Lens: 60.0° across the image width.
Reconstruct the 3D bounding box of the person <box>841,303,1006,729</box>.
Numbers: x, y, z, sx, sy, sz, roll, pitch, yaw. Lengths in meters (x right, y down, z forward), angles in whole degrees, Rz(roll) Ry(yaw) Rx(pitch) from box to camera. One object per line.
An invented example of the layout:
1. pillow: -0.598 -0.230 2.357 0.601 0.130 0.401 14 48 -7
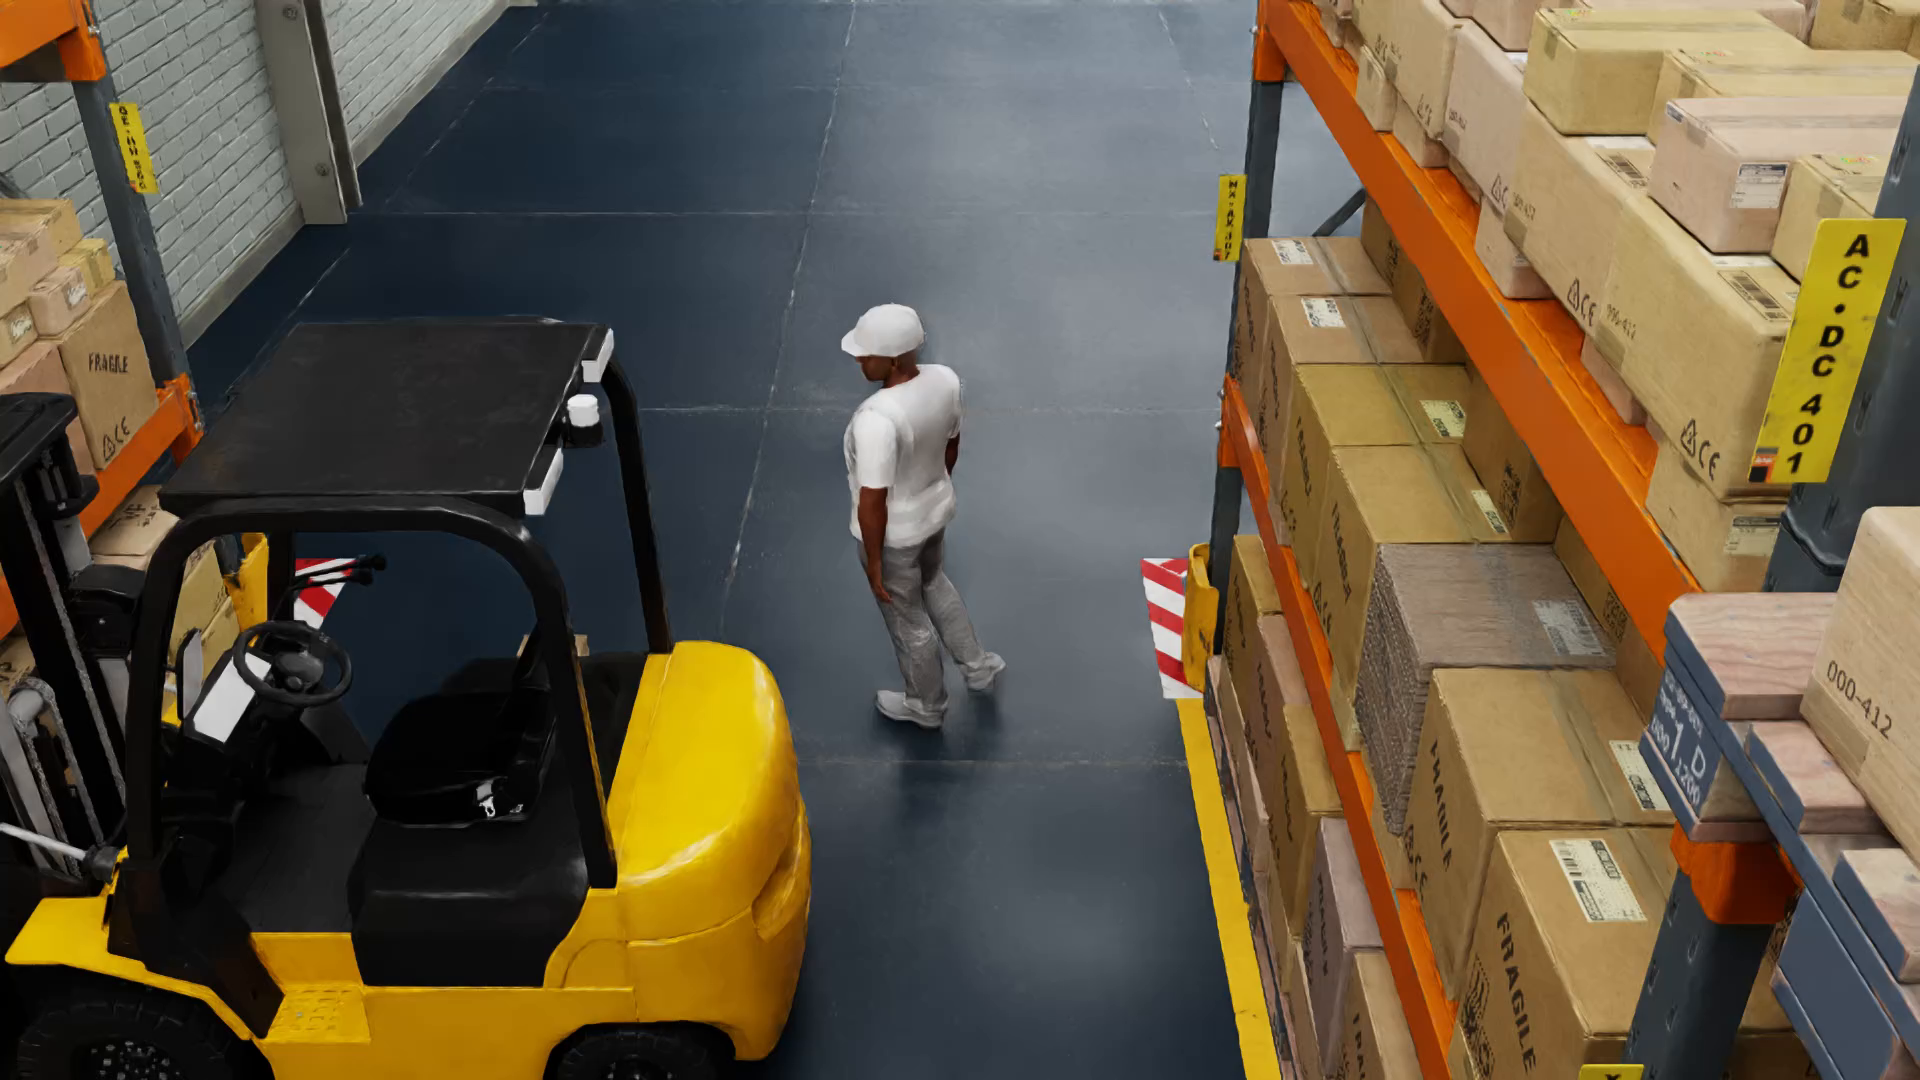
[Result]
1. person: -0.137 -0.077 6.207 0.451 1.756 0.730 20 37 30
